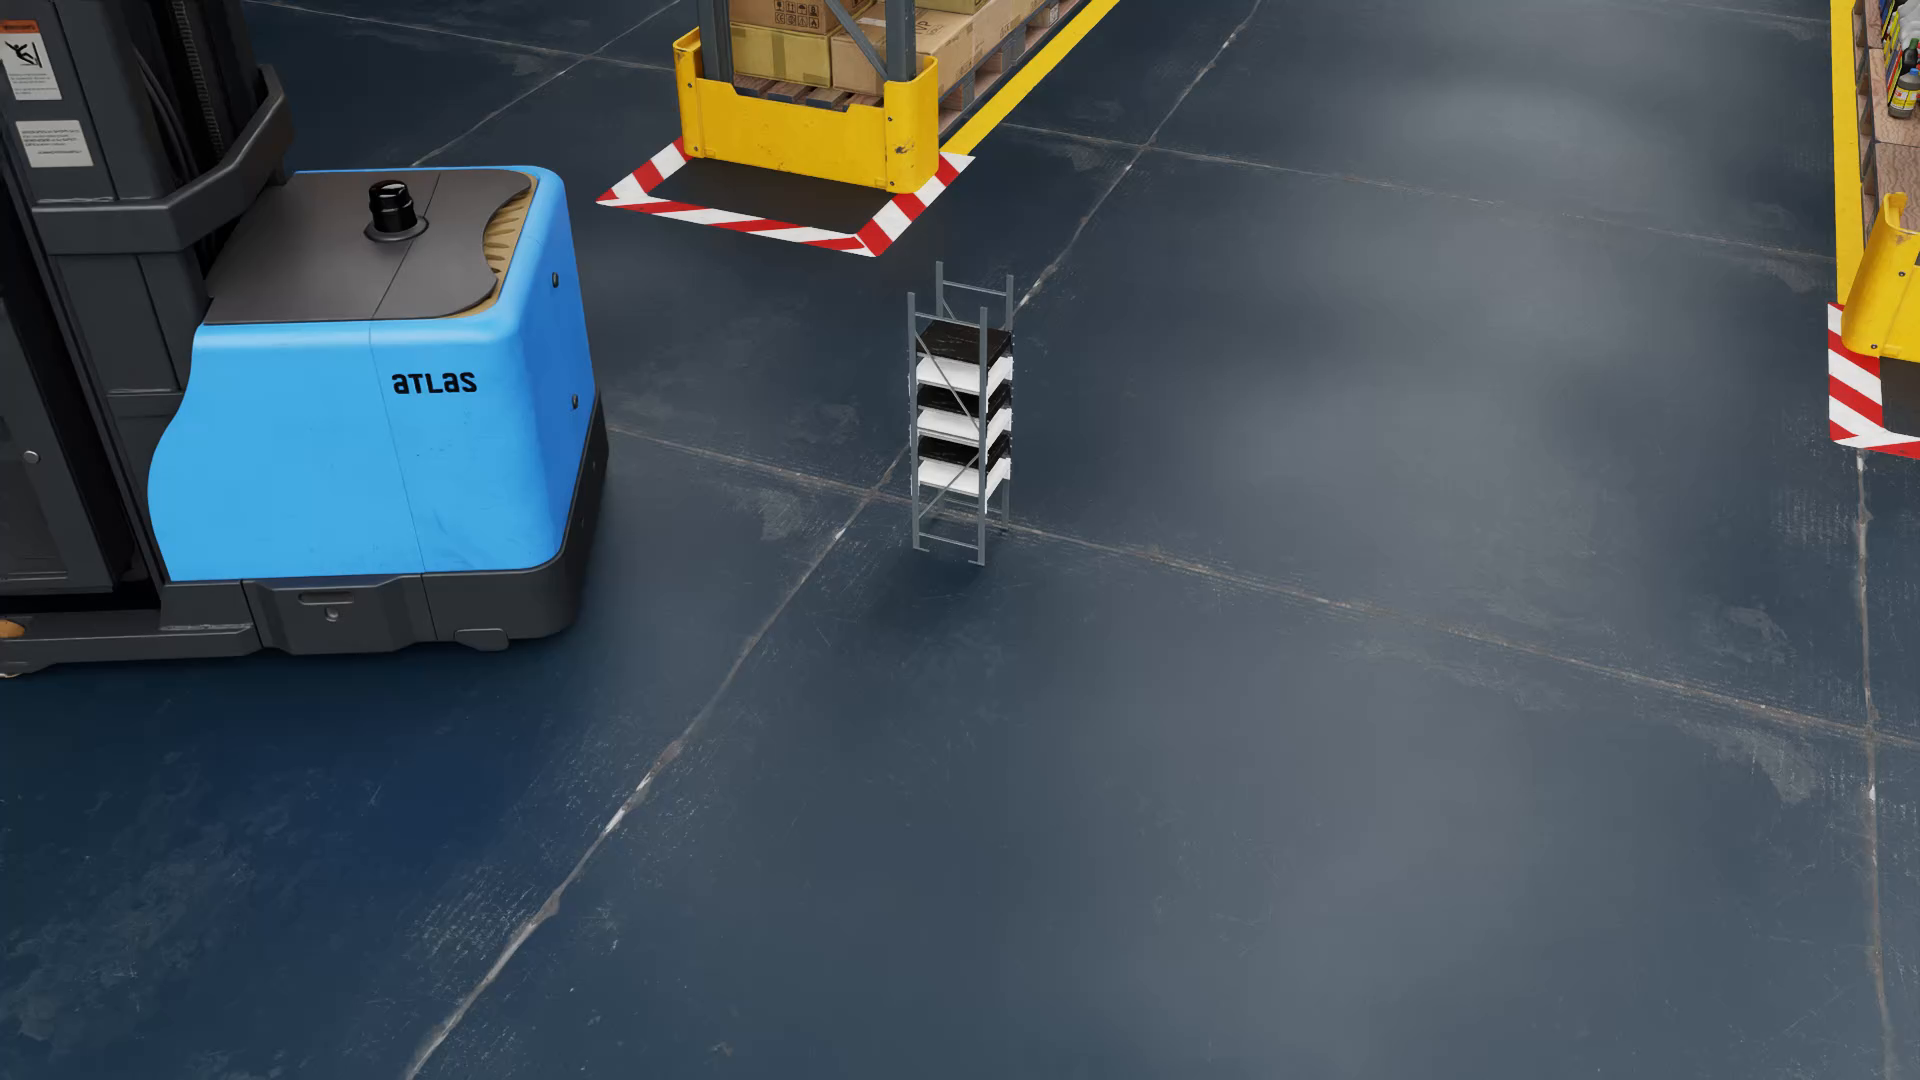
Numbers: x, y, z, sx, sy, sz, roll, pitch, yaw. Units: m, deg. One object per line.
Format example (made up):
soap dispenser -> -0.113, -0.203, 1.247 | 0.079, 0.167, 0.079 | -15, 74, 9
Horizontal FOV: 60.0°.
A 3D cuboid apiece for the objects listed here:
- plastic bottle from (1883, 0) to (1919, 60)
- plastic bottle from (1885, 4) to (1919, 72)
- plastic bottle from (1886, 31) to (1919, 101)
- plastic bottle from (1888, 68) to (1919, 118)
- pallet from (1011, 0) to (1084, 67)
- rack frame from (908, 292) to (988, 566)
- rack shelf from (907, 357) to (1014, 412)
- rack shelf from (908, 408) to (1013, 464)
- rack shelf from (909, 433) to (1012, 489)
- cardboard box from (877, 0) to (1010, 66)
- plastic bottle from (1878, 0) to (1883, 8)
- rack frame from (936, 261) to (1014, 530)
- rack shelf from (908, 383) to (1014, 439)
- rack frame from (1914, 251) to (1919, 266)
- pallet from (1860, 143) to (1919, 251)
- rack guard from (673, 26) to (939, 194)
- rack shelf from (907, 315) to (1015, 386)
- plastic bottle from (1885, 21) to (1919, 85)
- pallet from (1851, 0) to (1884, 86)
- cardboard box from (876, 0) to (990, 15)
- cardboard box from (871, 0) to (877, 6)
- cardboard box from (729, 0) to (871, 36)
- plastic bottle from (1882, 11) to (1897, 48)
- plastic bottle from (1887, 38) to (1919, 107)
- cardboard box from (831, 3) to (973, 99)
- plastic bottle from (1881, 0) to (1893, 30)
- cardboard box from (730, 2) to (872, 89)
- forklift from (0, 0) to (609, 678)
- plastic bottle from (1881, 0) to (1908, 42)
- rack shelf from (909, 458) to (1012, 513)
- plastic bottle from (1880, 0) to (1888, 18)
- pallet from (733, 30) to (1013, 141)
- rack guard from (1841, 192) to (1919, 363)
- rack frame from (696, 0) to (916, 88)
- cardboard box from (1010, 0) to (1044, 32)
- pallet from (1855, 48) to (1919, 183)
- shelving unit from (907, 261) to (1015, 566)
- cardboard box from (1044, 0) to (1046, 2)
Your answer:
plastic bottle -> 4.504, -2.453, 7.872 | 0.144, 0.351, 0.185 | 14, 39, 17
plastic bottle -> 4.433, -2.350, 7.734 | 0.144, 0.351, 0.185 | 15, 39, 20
plastic bottle -> 4.321, -2.151, 7.530 | 0.152, 0.276, 0.135 | 14, 39, 18
plastic bottle -> 4.200, -1.988, 7.374 | 0.097, 0.201, 0.097 | 0, 37, 0
pallet -> 0.045, -2.935, 9.000 | 1.003, 0.211, 1.213 | 14, 39, 18
rack frame -> -0.036, -0.309, 4.911 | 0.240, 0.900, 0.006 | 14, 39, 18
rack shelf -> 0.003, -0.482, 4.899 | 0.258, 0.077, 0.200 | 14, 39, 18
rack shelf -> 0.003, -0.338, 5.007 | 0.258, 0.077, 0.200 | 14, 39, 18
rack shelf -> 0.003, -0.266, 5.060 | 0.258, 0.077, 0.200 | 14, 39, 18
cardboard box -> -0.076, -2.537, 8.084 | 0.500, 0.250, 0.500 | 14, 39, 18
plastic bottle -> 4.804, -2.854, 8.470 | 0.152, 0.276, 0.135 | 15, 39, 19
rack frame -> 0.042, -0.421, 5.062 | 0.240, 0.900, 0.006 | 14, 39, 18
rack shelf -> 0.003, -0.410, 4.953 | 0.258, 0.077, 0.200 | 14, 39, 18
rack frame -> 3.906, -1.816, 5.173 | 1.000, 3.000, 0.127 | 14, 39, 18
pallet -> 4.206, -1.200, 6.679 | 1.003, 0.211, 1.213 | 14, 39, 18
rack guard -> -0.682, -1.931, 7.416 | 1.175, 0.500, 0.348 | 14, 39, 18
rack shelf -> 0.003, -0.555, 4.845 | 0.258, 0.077, 0.200 | 14, 39, 18
plastic bottle -> 4.374, -2.228, 7.632 | 0.152, 0.276, 0.135 | 13, 39, 16
pallet -> 5.134, -2.551, 8.486 | 1.003, 0.211, 1.213 | 14, 39, 18
cardboard box -> -0.075, -2.837, 7.859 | 0.500, 0.500, 0.500 | 14, 39, 18
cardboard box -> -0.563, -2.657, 8.245 | 0.500, 0.250, 0.500 | 14, 39, 18
cardboard box -> -0.744, -2.678, 7.647 | 0.500, 0.500, 0.500 | 14, 39, 18
plastic bottle -> 4.536, -2.477, 8.029 | 0.097, 0.201, 0.097 | 0, 37, 0
plastic bottle -> 4.227, -2.089, 7.441 | 0.061, 0.283, 0.133 | 15, 39, 19
cardboard box -> -0.263, -2.259, 7.713 | 0.500, 0.250, 0.500 | 14, 39, 18
plastic bottle -> 4.666, -2.688, 8.186 | 0.144, 0.351, 0.185 | 12, 38, 16
cardboard box -> -0.742, -2.377, 7.871 | 0.500, 0.250, 0.500 | 14, 39, 18
forklift -> -2.653, -1.102, 4.276 | 3.031, 2.935, 1.130 | -2, 37, -3
plastic bottle -> 4.564, -2.580, 8.097 | 0.061, 0.283, 0.133 | 16, 40, 20
rack shelf -> 0.003, -0.194, 5.114 | 0.258, 0.077, 0.200 | 14, 39, 18
plastic bottle -> 4.738, -2.793, 8.326 | 0.144, 0.351, 0.185 | 15, 39, 19
pallet -> -0.421, -2.262, 8.100 | 1.003, 0.211, 1.213 | 14, 39, 18
rack guard -> 3.892, -0.867, 5.992 | 1.175, 0.500, 0.348 | 14, 39, 18
rack frame -> -0.673, -2.946, 6.686 | 1.000, 3.000, 0.127 | 14, 39, 18
cardboard box -> 0.114, -2.813, 8.454 | 0.500, 0.250, 0.500 | 14, 39, 18
pallet -> 4.672, -1.873, 7.580 | 1.003, 0.211, 1.213 | 14, 39, 18
shelving unit -> 0.003, -0.365, 4.987 | 0.258, 0.900, 0.210 | 14, 39, 18
cardboard box -> 0.309, -3.089, 8.823 | 0.500, 0.250, 0.500 | 14, 39, 18
